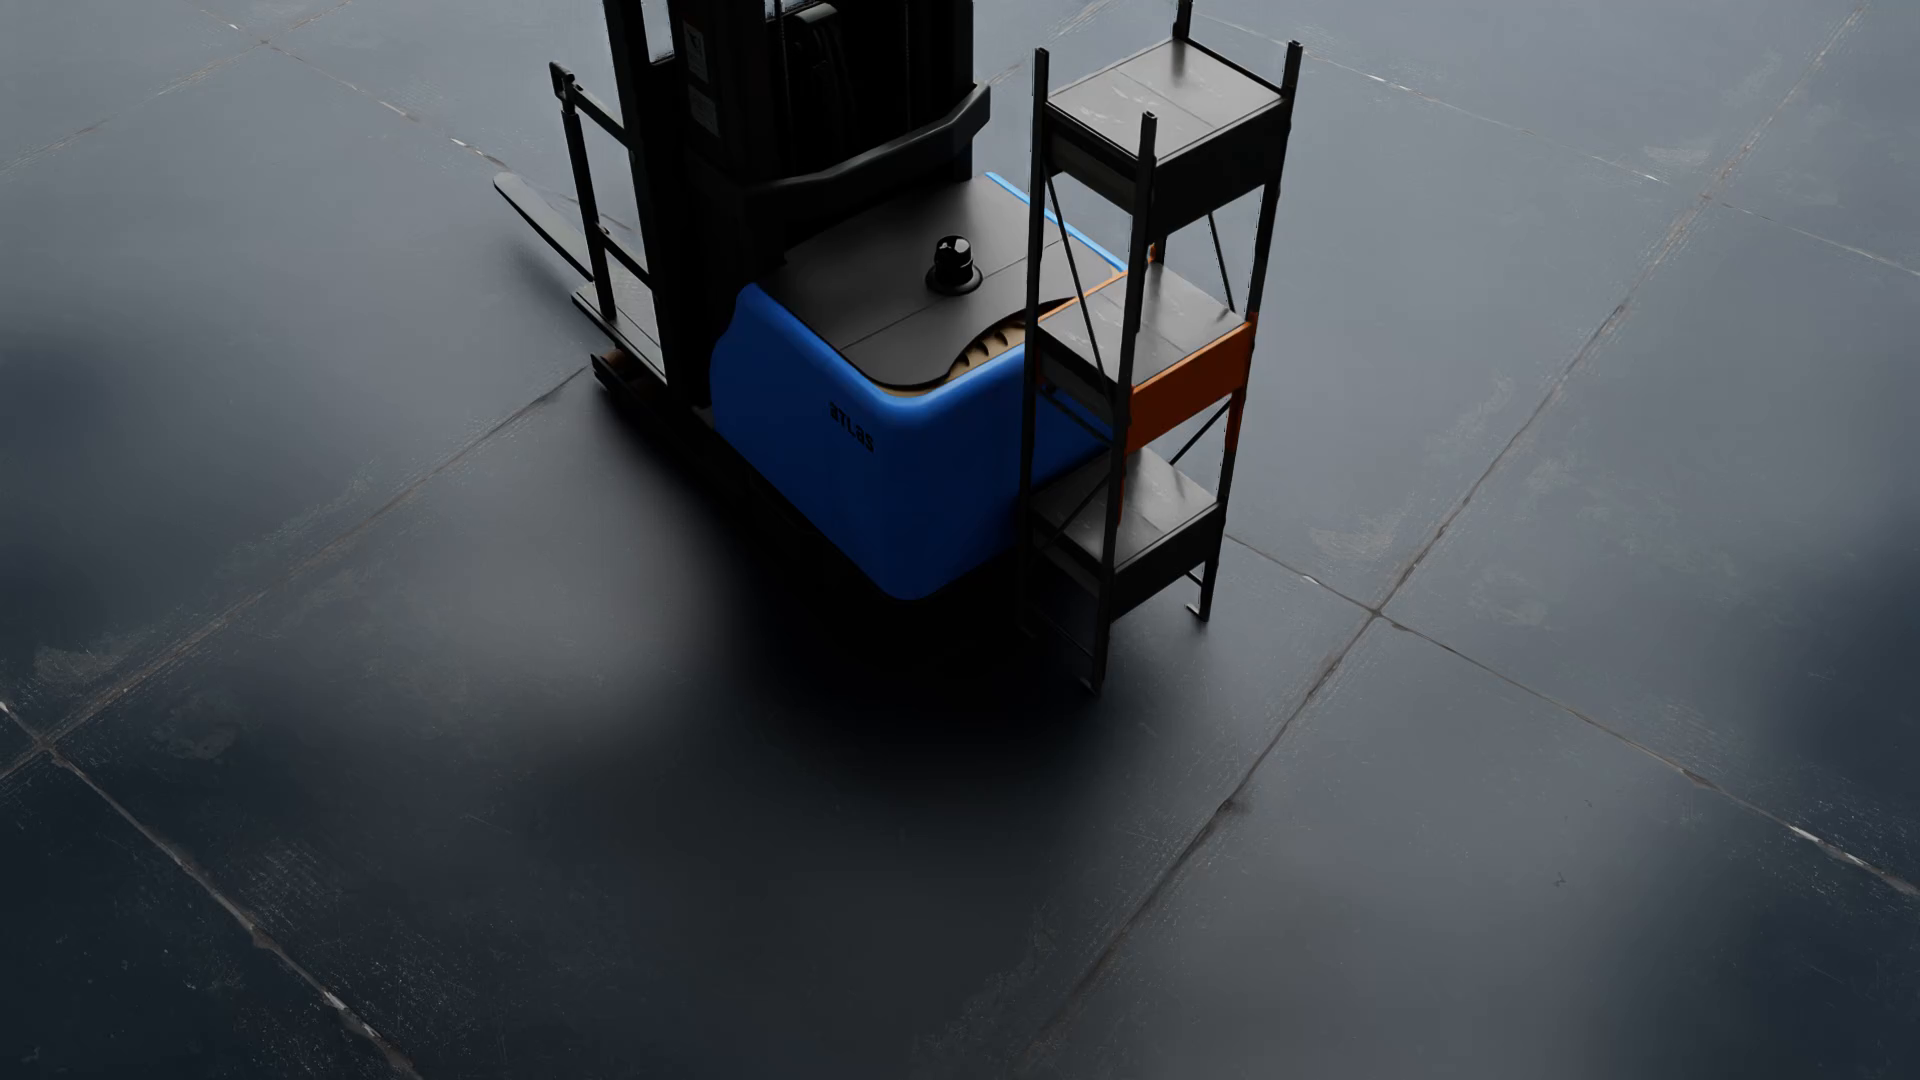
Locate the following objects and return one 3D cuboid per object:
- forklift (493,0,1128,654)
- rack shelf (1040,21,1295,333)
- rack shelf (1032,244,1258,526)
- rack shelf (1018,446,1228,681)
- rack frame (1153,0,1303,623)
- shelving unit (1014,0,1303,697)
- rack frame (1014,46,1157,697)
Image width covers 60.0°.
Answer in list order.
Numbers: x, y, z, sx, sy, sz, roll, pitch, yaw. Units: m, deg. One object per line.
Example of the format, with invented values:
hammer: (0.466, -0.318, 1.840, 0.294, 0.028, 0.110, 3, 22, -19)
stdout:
forklift: (-0.722, -1.657, 5.306, 1.130, 2.935, 3.031, -30, 53, -26)
rack shelf: (0.501, -0.928, 4.235, 0.480, 0.518, 0.431, -31, 54, -26)
rack shelf: (0.501, -0.444, 4.741, 0.480, 0.518, 0.431, -31, 54, -26)
rack shelf: (0.501, 0.039, 5.247, 0.480, 0.518, 0.431, -31, 54, -26)
rack frame: (0.688, -0.567, 4.839, 0.015, 2.100, 0.400, -31, 54, -26)
shelving unit: (0.501, -0.453, 4.731, 0.503, 2.100, 0.431, -31, 54, -26)
rack frame: (0.313, -0.340, 4.623, 0.015, 2.100, 0.400, -31, 54, -26)
